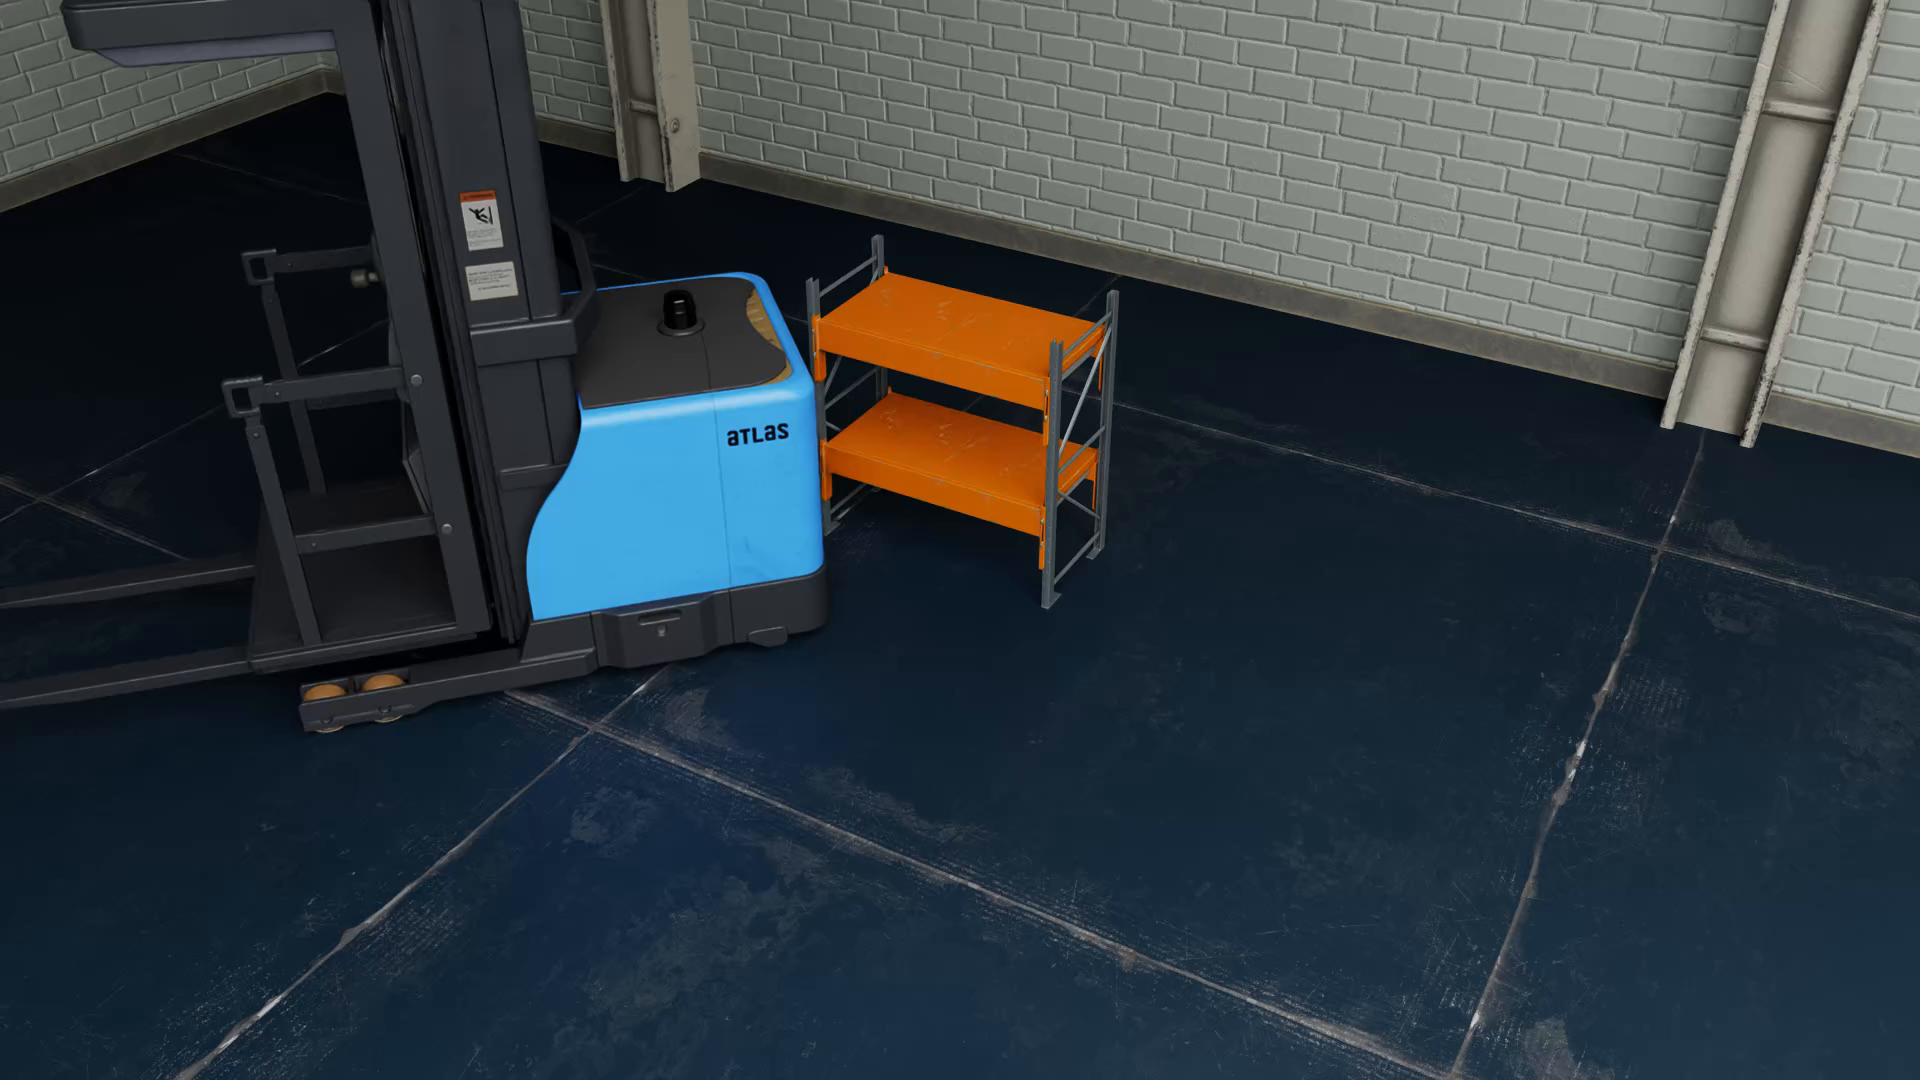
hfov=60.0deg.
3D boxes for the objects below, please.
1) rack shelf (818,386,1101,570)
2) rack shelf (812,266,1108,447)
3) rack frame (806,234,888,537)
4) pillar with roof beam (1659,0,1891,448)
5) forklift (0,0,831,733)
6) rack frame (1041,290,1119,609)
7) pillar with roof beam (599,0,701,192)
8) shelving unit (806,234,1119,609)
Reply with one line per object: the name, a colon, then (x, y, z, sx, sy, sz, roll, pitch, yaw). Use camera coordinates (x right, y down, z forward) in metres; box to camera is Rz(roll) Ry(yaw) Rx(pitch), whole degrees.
rack shelf: (0.006, -0.263, 6.571, 1.000, 0.278, 0.538, 18, 37, 24)
rack shelf: (0.006, -0.710, 6.273, 1.000, 0.278, 0.538, 18, 37, 24)
rack frame: (-0.435, -0.606, 6.645, 0.032, 1.125, 0.500, 18, 37, 24)
pillar with roof beam: (1.275, -2.208, 1.947, 0.400, 9.000, 9.100, 18, 37, 24)
forklift: (-2.058, -0.881, 5.429, 3.031, 2.935, 1.130, -9, 35, -14)
rack frame: (0.447, -0.327, 6.225, 0.032, 1.125, 0.500, 18, 37, 24)
pillar with roof beam: (-3.934, -3.858, 4.425, 0.400, 9.000, 9.100, 18, 37, 24)
shelving unit: (0.006, -0.466, 6.435, 1.048, 1.125, 0.538, 18, 37, 24)
